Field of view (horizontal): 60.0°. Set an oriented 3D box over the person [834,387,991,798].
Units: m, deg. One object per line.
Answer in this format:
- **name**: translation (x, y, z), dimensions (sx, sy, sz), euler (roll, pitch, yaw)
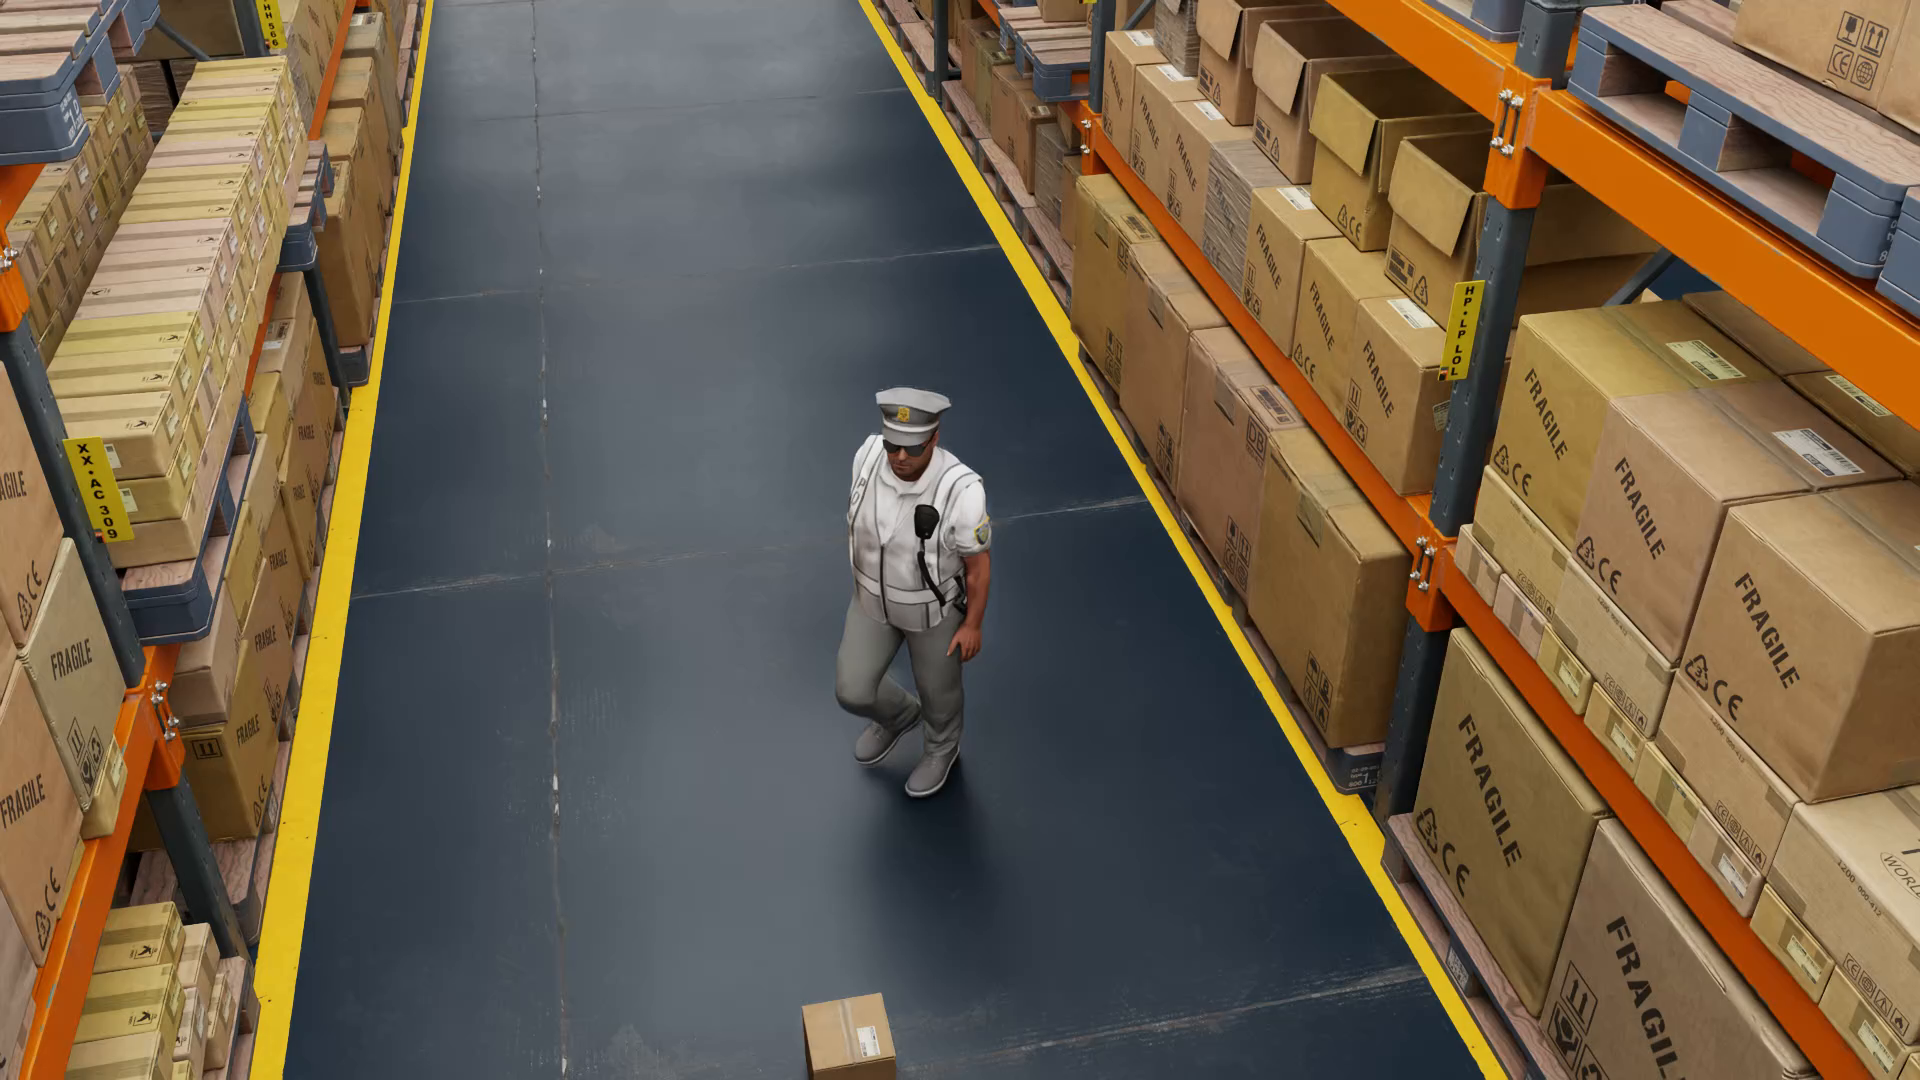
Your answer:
- **person**: translation (-0.154, 0.201, 5.806), dimensions (0.573, 1.748, 0.480), euler (15, 37, 21)
